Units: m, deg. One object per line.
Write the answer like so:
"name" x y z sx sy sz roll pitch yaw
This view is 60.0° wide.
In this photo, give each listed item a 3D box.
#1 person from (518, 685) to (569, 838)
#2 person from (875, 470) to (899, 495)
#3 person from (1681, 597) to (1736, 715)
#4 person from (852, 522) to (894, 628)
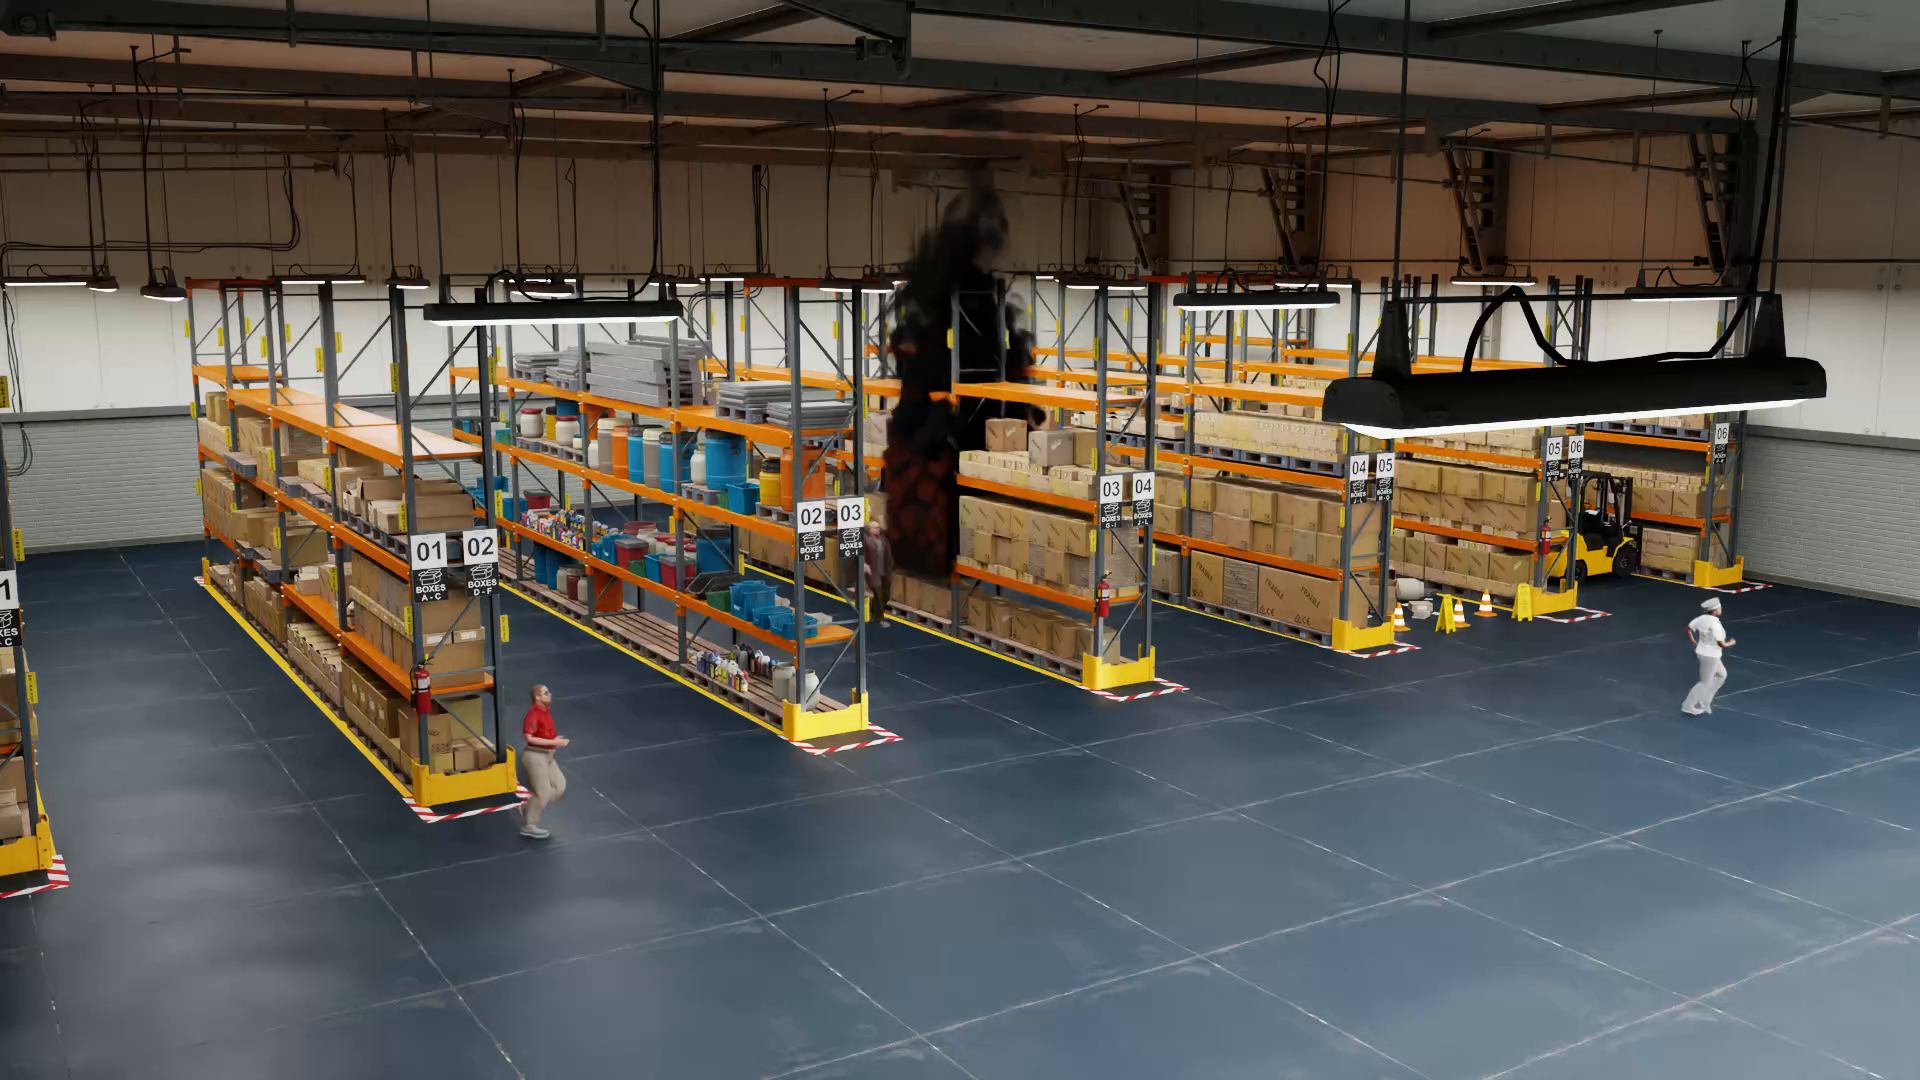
"person" -4.613 2.434 18.515 0.600 1.674 0.676 0 10 0
"person" -1.643 -0.749 37.293 0.666 1.763 0.937 -5 11 -30
"person" 10.468 1.640 23.221 0.695 1.720 0.557 1 10 5
"person" -1.398 0.570 27.644 0.716 1.756 0.762 -7 12 -38
